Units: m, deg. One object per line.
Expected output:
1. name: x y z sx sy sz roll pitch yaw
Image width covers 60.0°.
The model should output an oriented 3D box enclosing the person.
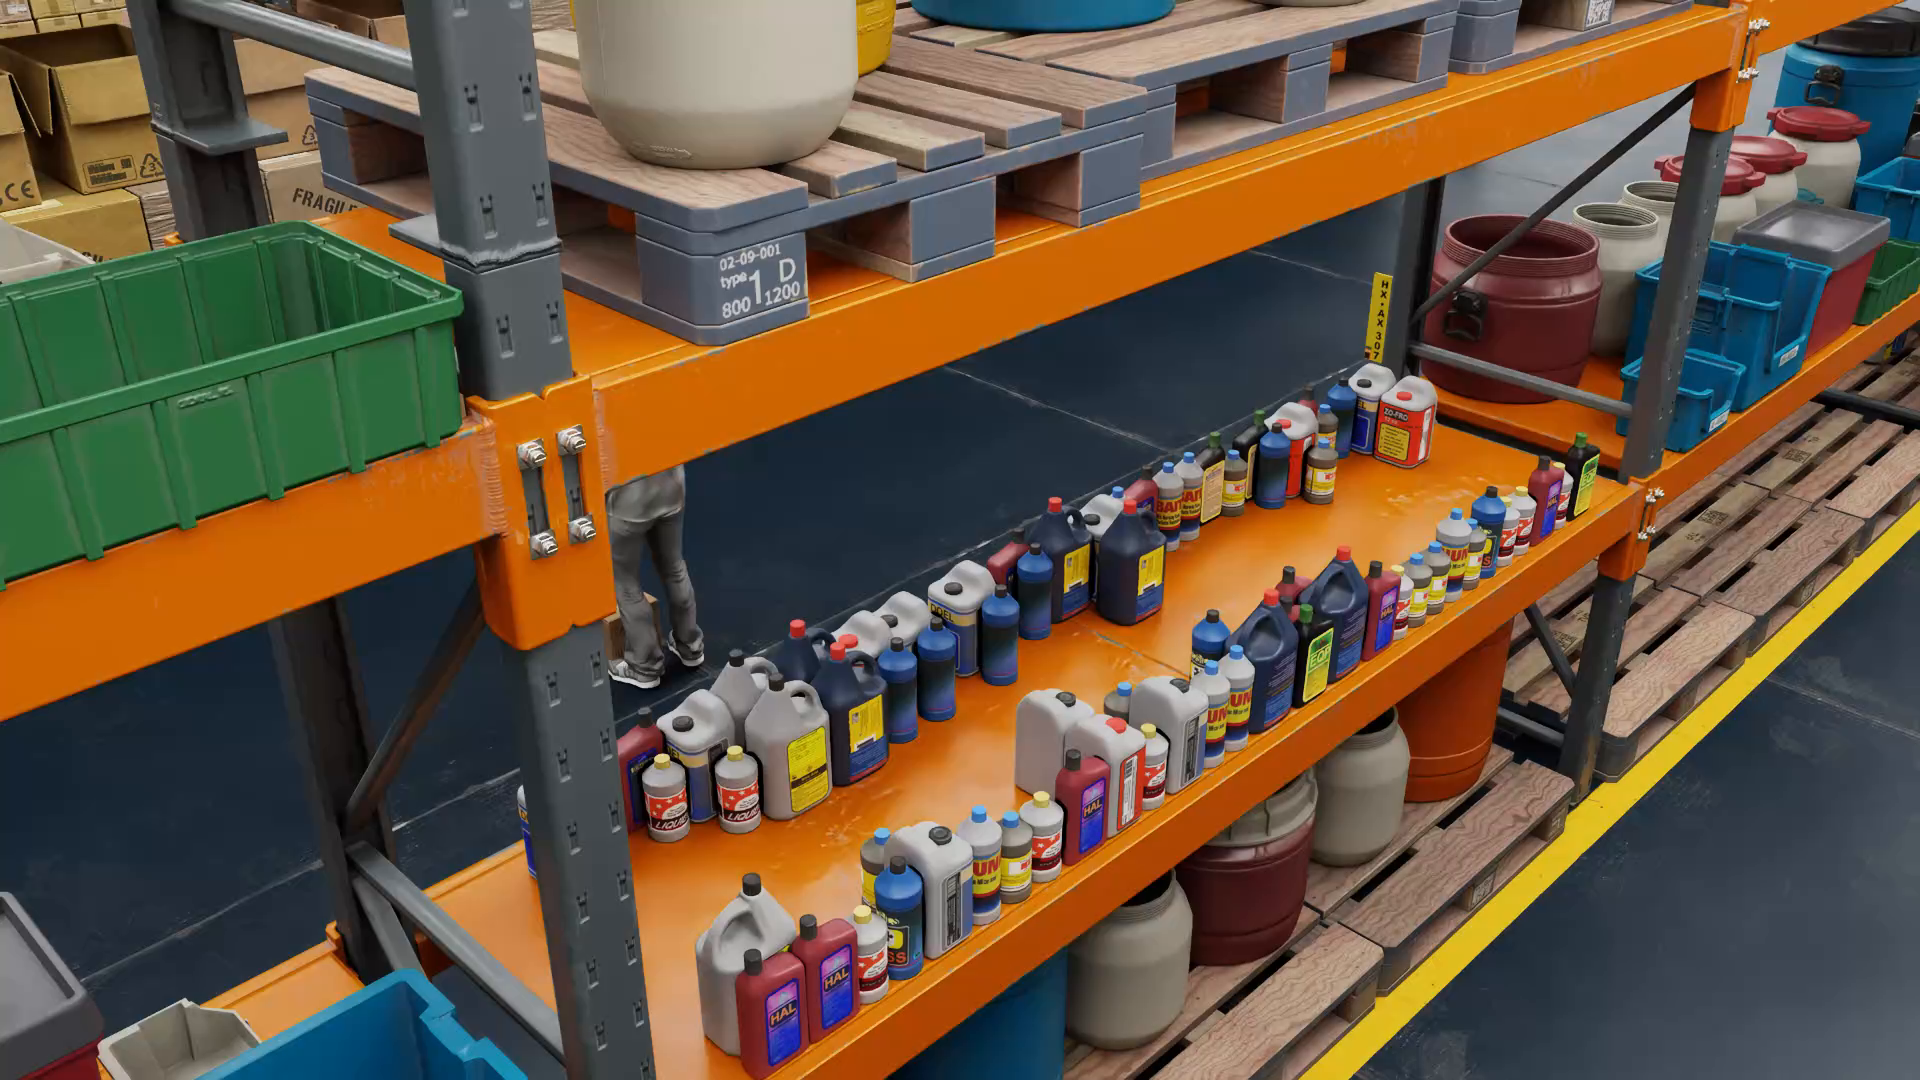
1. person: -1.240 -0.157 6.426 0.345 1.593 0.485 22 35 35
